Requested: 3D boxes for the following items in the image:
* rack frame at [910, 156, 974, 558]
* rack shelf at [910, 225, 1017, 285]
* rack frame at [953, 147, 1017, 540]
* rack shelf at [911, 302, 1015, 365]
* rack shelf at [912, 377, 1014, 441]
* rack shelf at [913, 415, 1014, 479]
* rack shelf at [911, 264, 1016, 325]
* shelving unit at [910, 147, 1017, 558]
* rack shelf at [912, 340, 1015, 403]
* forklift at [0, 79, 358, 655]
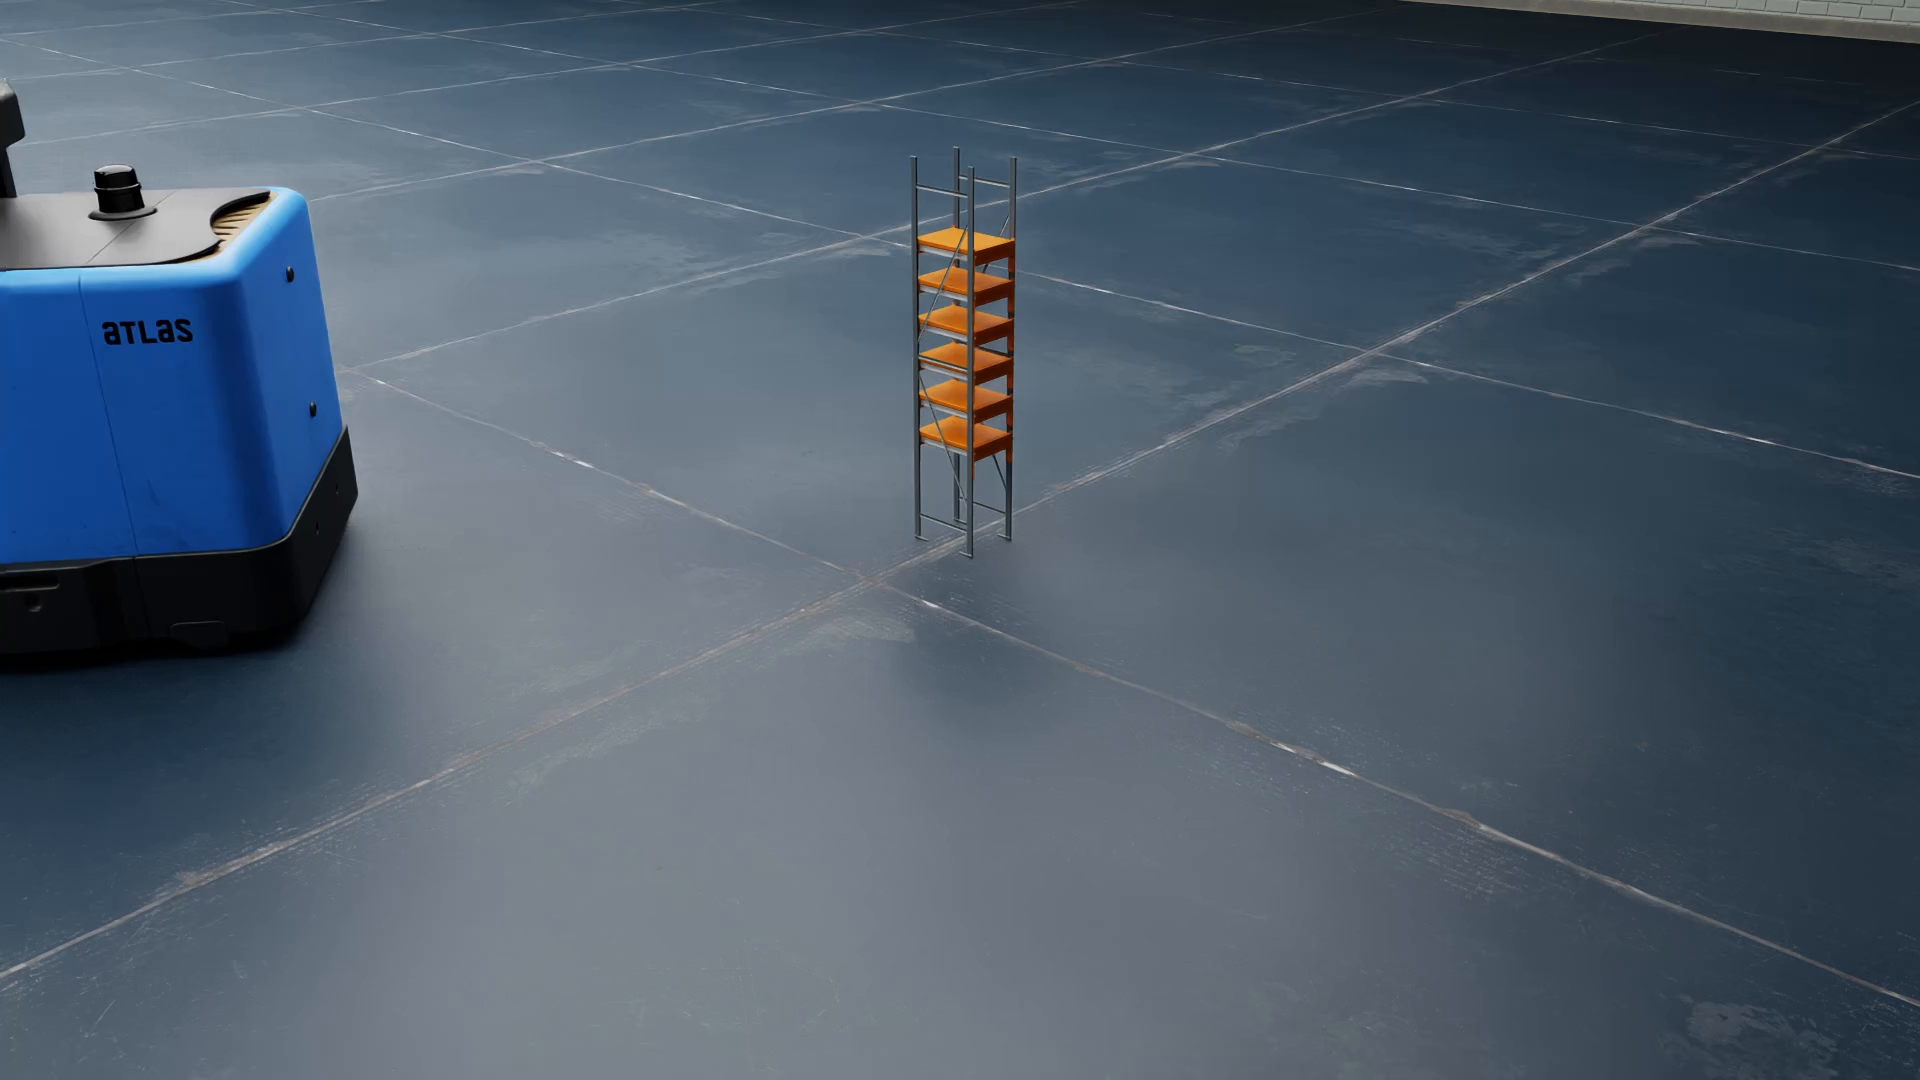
[{"bbox_3d":[-0.051,-0.524,4.952,0.240,1.200,0.006,20,31,38],"label":"rack frame"},{"bbox_3d":[0.010,-0.840,4.885,0.258,0.103,0.180,20,31,38],"label":"rack shelf"},{"bbox_3d":[0.071,-0.580,5.077,0.240,1.200,0.006,20,31,38],"label":"rack frame"},{"bbox_3d":[0.010,-0.621,4.983,0.258,0.103,0.180,20,31,38],"label":"rack shelf"},{"bbox_3d":[0.010,-0.402,5.082,0.258,0.103,0.180,20,31,38],"label":"rack shelf"},{"bbox_3d":[0.010,-0.292,5.131,0.258,0.103,0.180,20,31,38],"label":"rack shelf"},{"bbox_3d":[0.010,-0.730,4.934,0.258,0.103,0.180,20,31,38],"label":"rack shelf"},{"bbox_3d":[0.010,-0.552,5.014,0.258,1.200,0.189,20,31,38],"label":"shelving unit"},{"bbox_3d":[0.010,-0.511,5.033,0.258,0.103,0.180,20,31,38],"label":"rack shelf"},{"bbox_3d":[-3.382,-1.146,4.224,3.031,2.935,1.130,-4,24,-8],"label":"forklift"}]
